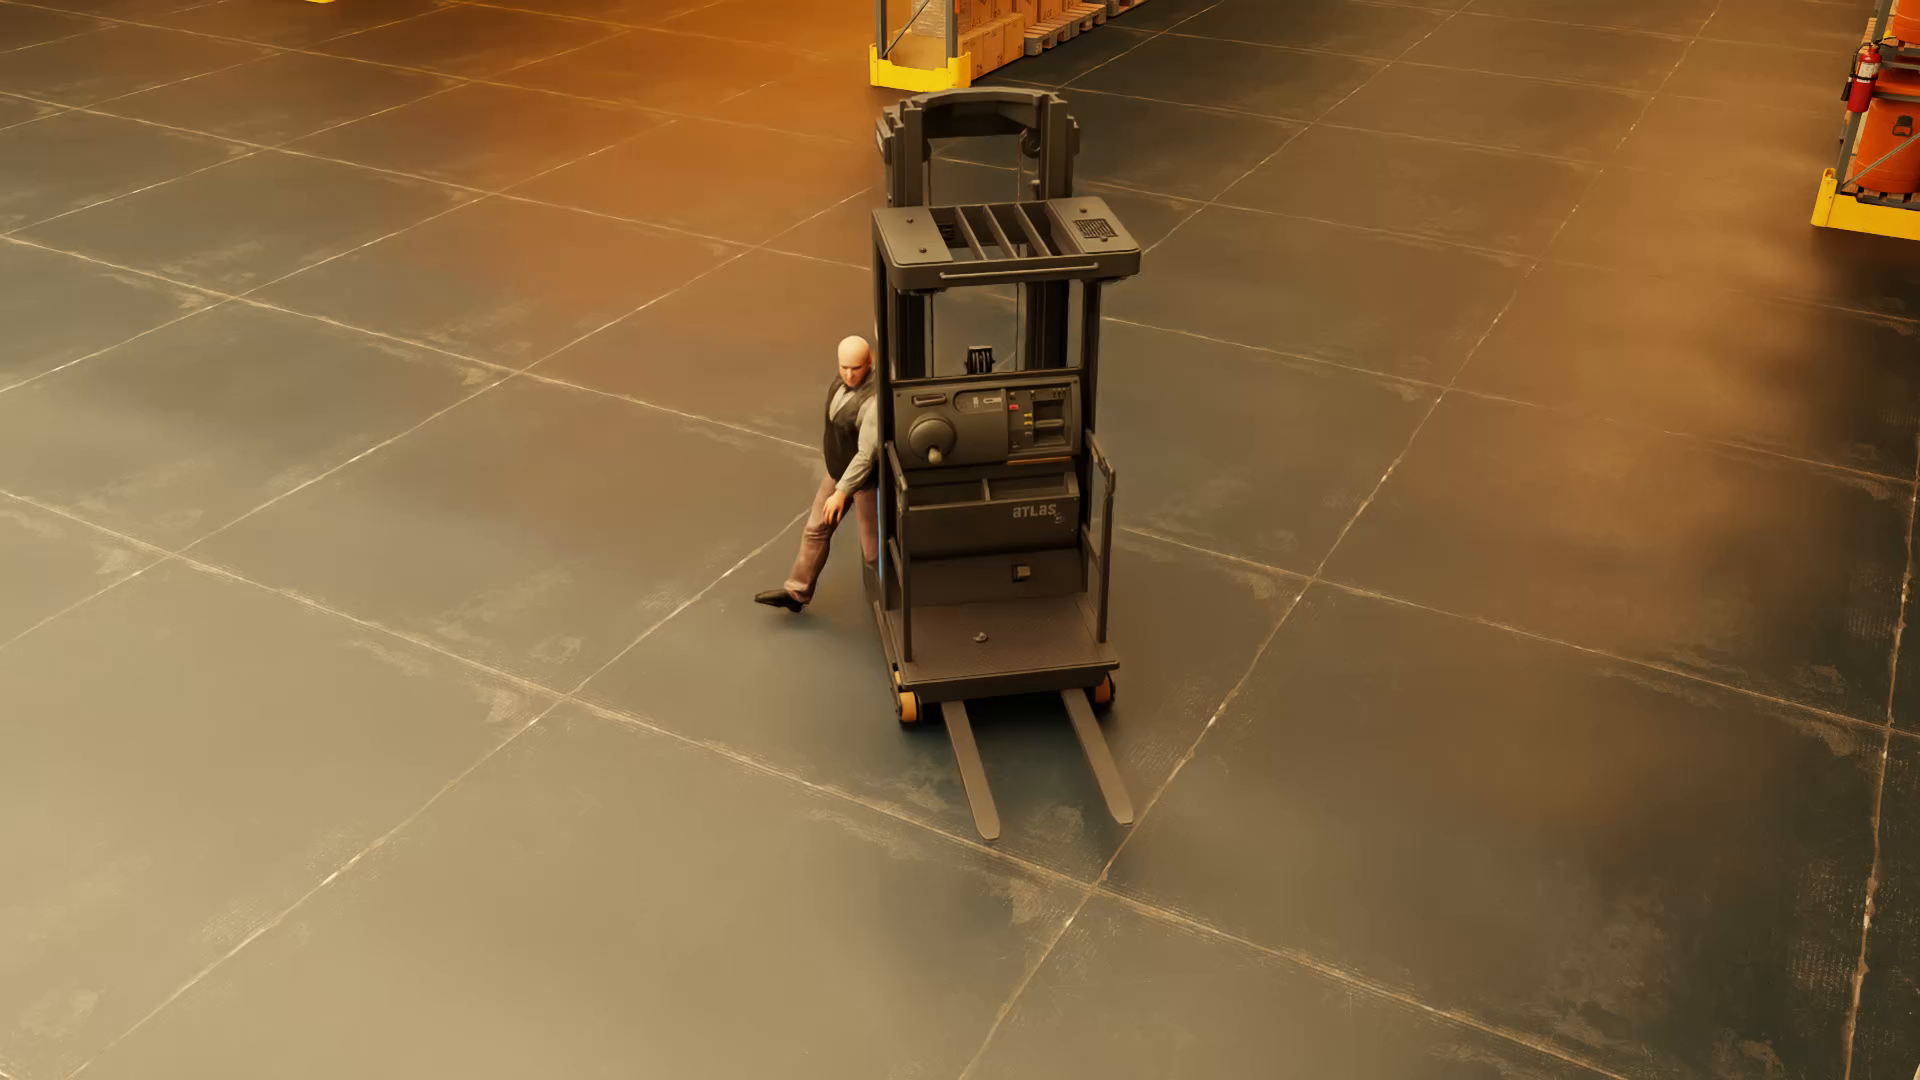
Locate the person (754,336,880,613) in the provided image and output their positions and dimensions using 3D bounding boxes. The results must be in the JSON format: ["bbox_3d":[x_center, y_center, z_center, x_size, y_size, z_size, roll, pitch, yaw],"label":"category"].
[{"bbox_3d":[-0.658,-0.301,8.906,0.911,1.699,0.706,-19,35,-29],"label":"person"}]

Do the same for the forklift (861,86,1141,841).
[{"bbox_3d":[0.178,-0.537,8.001,1.130,2.935,3.031,-5,30,-9],"label":"forklift"}]
